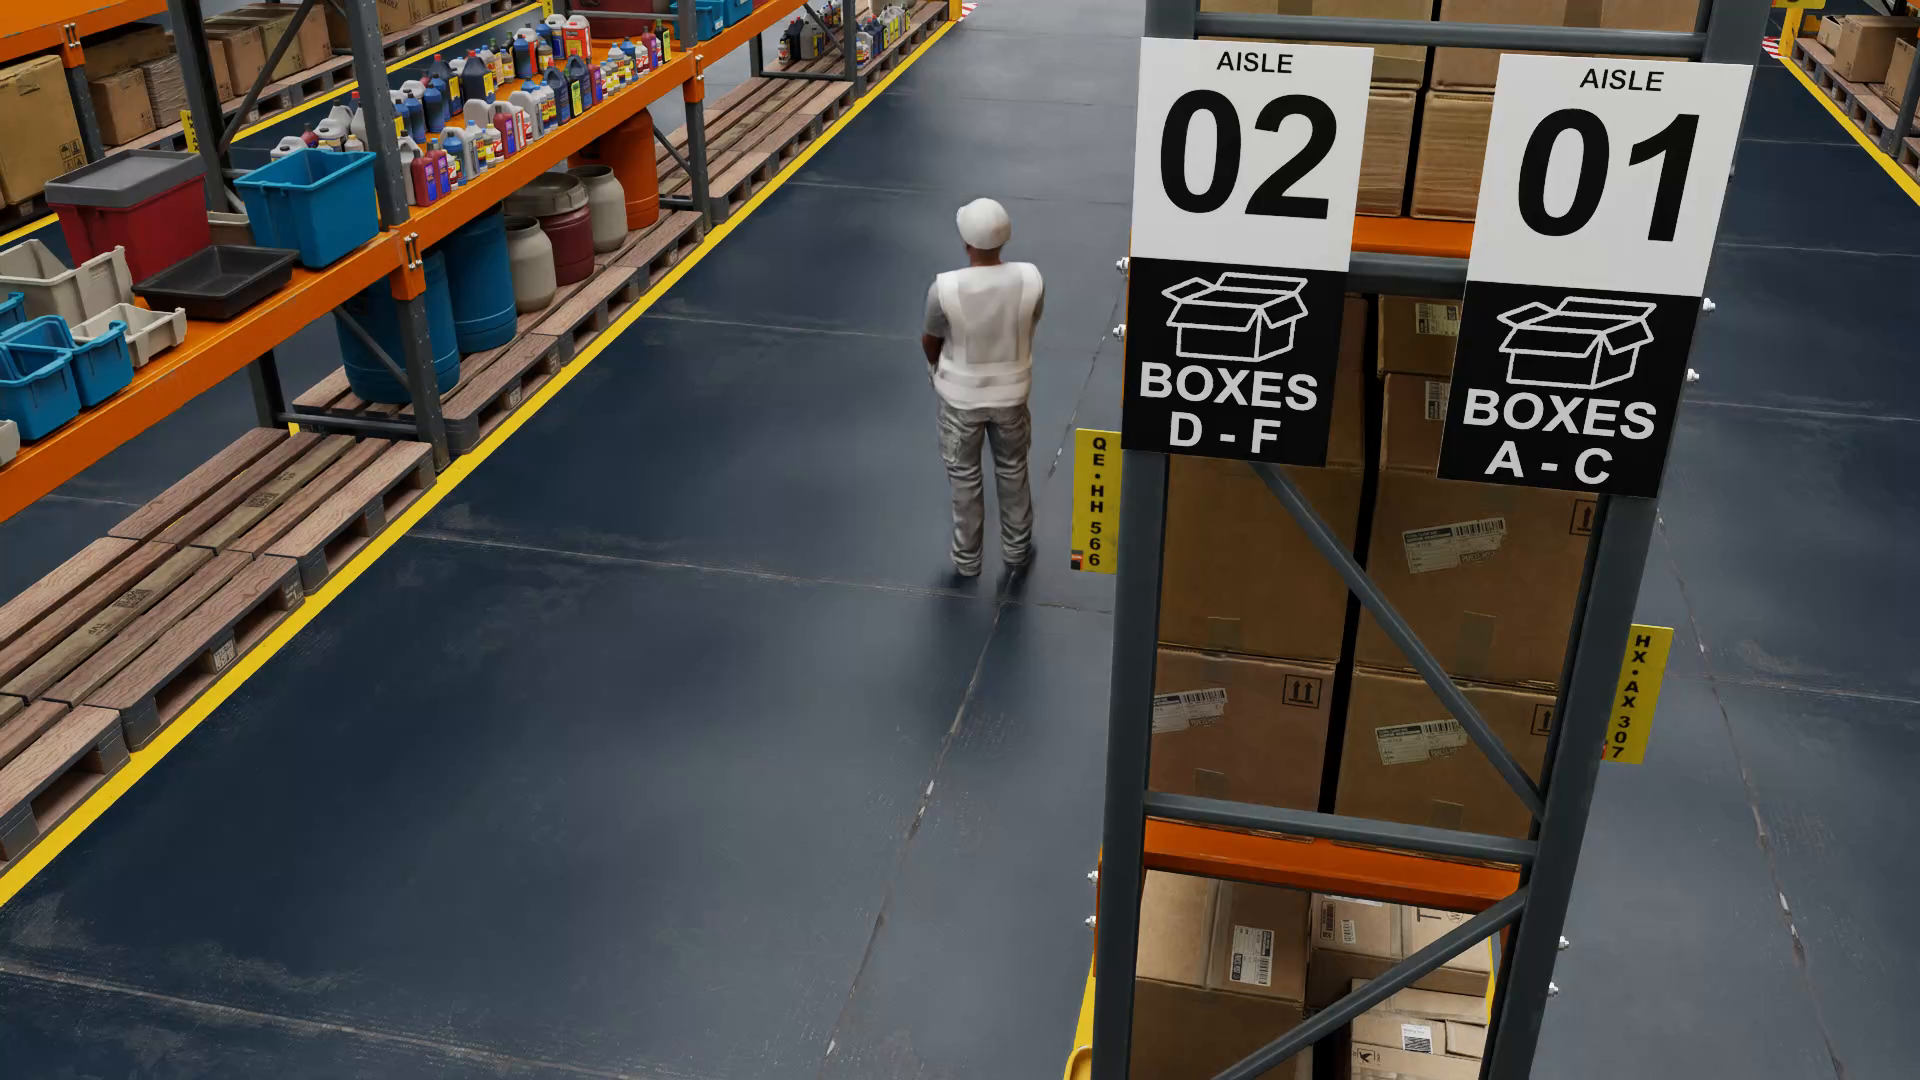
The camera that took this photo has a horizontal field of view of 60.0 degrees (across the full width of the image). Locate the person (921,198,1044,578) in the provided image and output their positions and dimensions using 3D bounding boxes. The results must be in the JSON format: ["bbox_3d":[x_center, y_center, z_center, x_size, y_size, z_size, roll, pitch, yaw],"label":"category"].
[{"bbox_3d":[0.100,-0.678,7.344,0.566,1.789,0.539,-7,29,-13],"label":"person"}]
